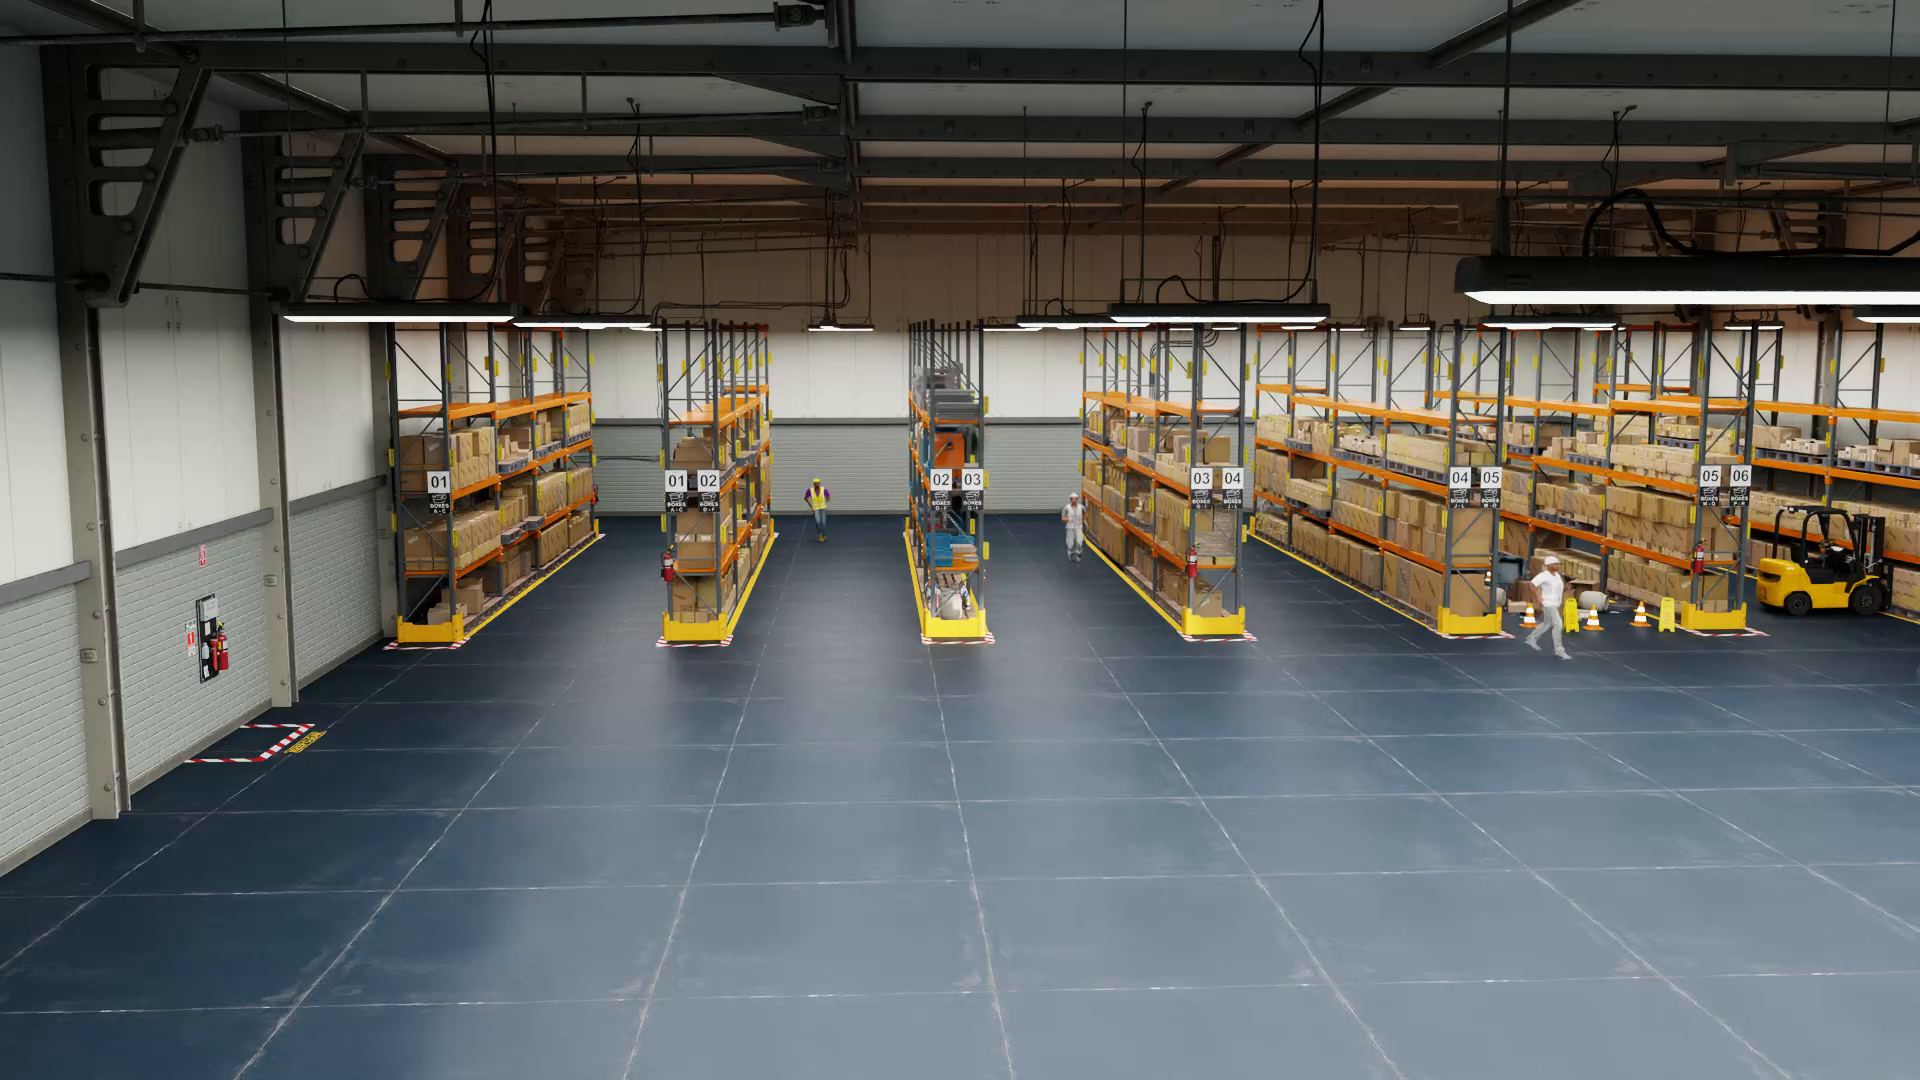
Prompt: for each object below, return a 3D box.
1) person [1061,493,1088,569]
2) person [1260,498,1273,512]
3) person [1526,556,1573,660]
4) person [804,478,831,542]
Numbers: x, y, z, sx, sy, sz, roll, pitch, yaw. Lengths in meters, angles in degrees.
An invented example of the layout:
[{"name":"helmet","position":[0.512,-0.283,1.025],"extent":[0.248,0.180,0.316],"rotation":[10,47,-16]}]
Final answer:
[{"name":"person","position":[2.739,-0.226,39.688],"extent":[0.640,1.806,0.747],"rotation":[0,7,1]},{"name":"person","position":[9.149,-1.115,49.194],"extent":[0.565,1.569,0.577],"rotation":[-3,7,-20]},{"name":"person","position":[10.515,1.176,29.606],"extent":[0.903,1.797,0.687],"rotation":[6,9,41]},{"name":"person","position":[-3.923,-0.818,46.063],"extent":[0.695,1.798,0.713],"rotation":[-2,7,-16]}]
